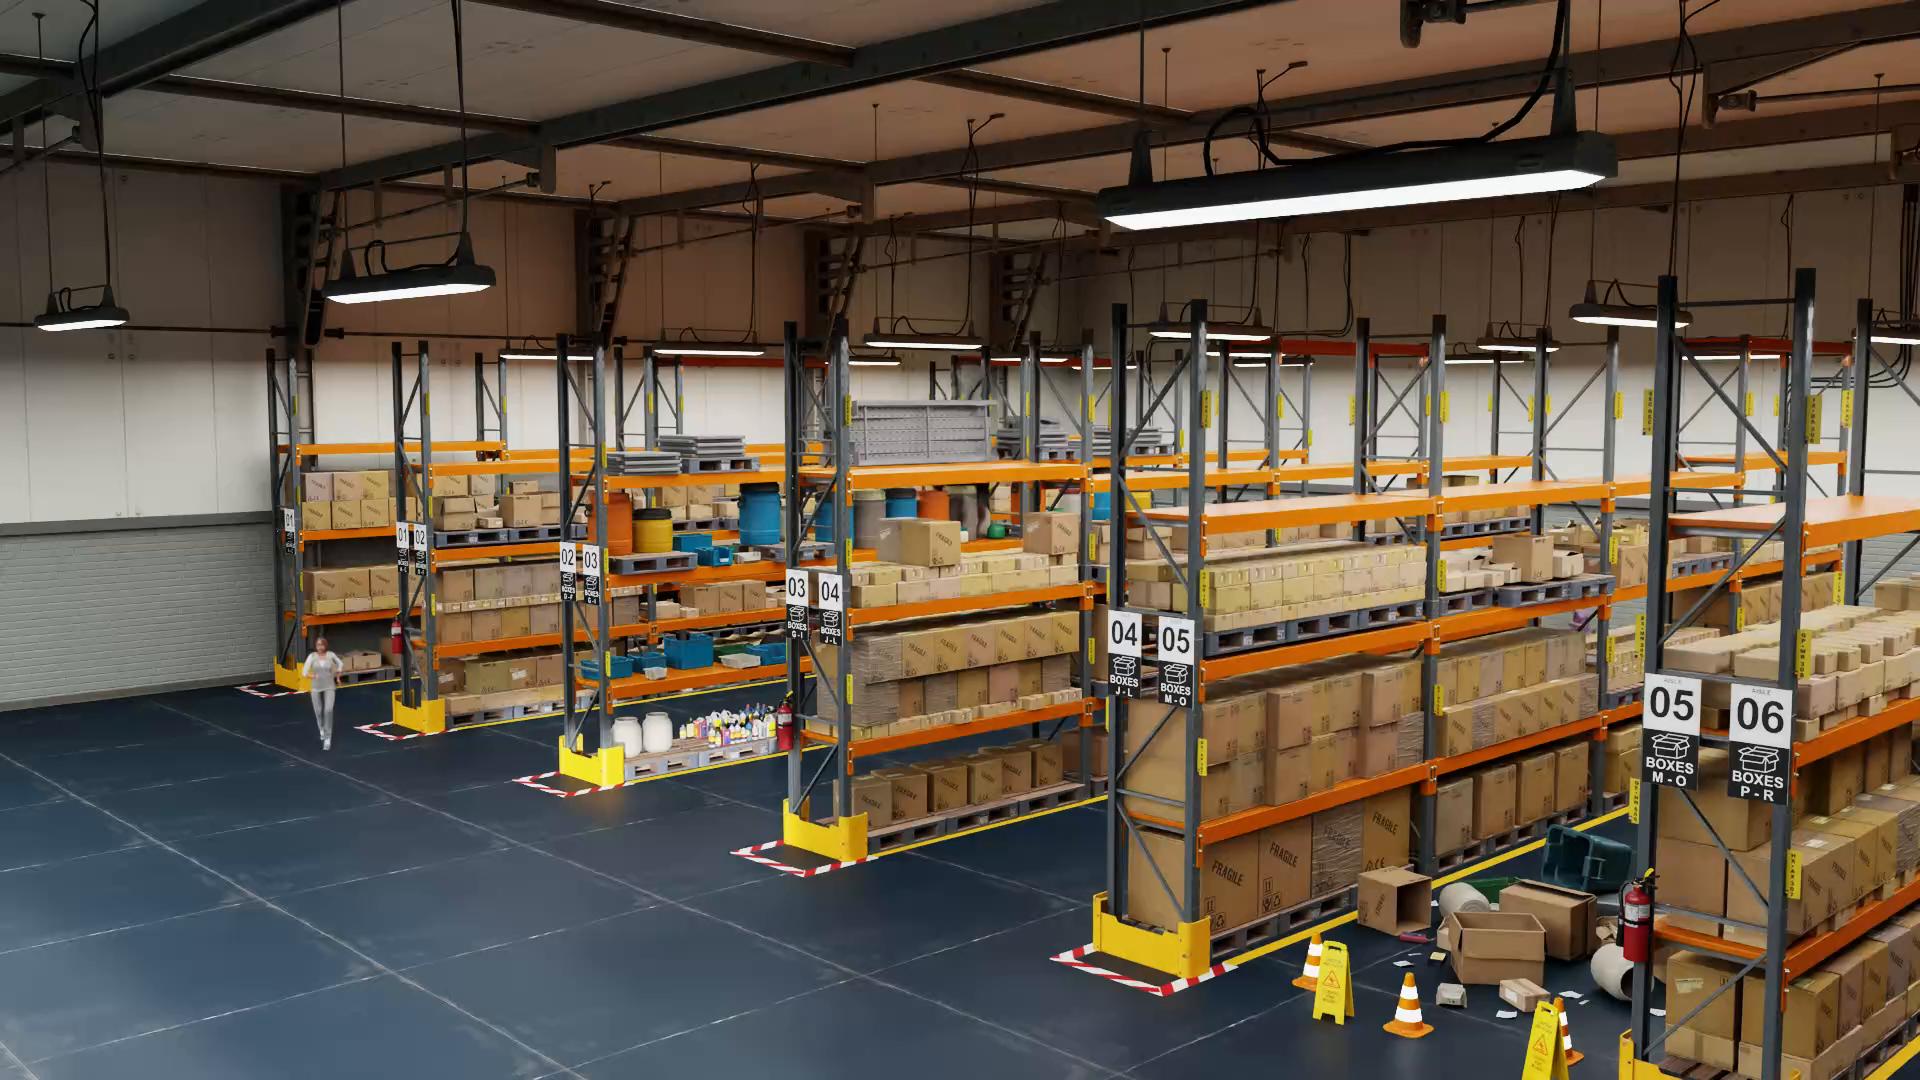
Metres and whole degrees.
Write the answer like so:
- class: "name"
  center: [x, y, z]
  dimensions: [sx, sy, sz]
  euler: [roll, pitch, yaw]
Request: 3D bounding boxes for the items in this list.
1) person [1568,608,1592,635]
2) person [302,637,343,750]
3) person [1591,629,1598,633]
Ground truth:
- class: "person"
  center: [11.261, 1.755, 30.234]
  dimensions: [0.552, 1.591, 0.888]
  euler: [-2, 5, -22]
- class: "person"
  center: [-9.388, 2.223, 24.499]
  dimensions: [0.550, 1.608, 0.854]
  euler: [-1, 5, -16]
- class: "person"
  center: [9.649, 2.175, 25.104]
  dimensions: [0.511, 1.668, 0.618]
  euler: [-4, 6, -38]
